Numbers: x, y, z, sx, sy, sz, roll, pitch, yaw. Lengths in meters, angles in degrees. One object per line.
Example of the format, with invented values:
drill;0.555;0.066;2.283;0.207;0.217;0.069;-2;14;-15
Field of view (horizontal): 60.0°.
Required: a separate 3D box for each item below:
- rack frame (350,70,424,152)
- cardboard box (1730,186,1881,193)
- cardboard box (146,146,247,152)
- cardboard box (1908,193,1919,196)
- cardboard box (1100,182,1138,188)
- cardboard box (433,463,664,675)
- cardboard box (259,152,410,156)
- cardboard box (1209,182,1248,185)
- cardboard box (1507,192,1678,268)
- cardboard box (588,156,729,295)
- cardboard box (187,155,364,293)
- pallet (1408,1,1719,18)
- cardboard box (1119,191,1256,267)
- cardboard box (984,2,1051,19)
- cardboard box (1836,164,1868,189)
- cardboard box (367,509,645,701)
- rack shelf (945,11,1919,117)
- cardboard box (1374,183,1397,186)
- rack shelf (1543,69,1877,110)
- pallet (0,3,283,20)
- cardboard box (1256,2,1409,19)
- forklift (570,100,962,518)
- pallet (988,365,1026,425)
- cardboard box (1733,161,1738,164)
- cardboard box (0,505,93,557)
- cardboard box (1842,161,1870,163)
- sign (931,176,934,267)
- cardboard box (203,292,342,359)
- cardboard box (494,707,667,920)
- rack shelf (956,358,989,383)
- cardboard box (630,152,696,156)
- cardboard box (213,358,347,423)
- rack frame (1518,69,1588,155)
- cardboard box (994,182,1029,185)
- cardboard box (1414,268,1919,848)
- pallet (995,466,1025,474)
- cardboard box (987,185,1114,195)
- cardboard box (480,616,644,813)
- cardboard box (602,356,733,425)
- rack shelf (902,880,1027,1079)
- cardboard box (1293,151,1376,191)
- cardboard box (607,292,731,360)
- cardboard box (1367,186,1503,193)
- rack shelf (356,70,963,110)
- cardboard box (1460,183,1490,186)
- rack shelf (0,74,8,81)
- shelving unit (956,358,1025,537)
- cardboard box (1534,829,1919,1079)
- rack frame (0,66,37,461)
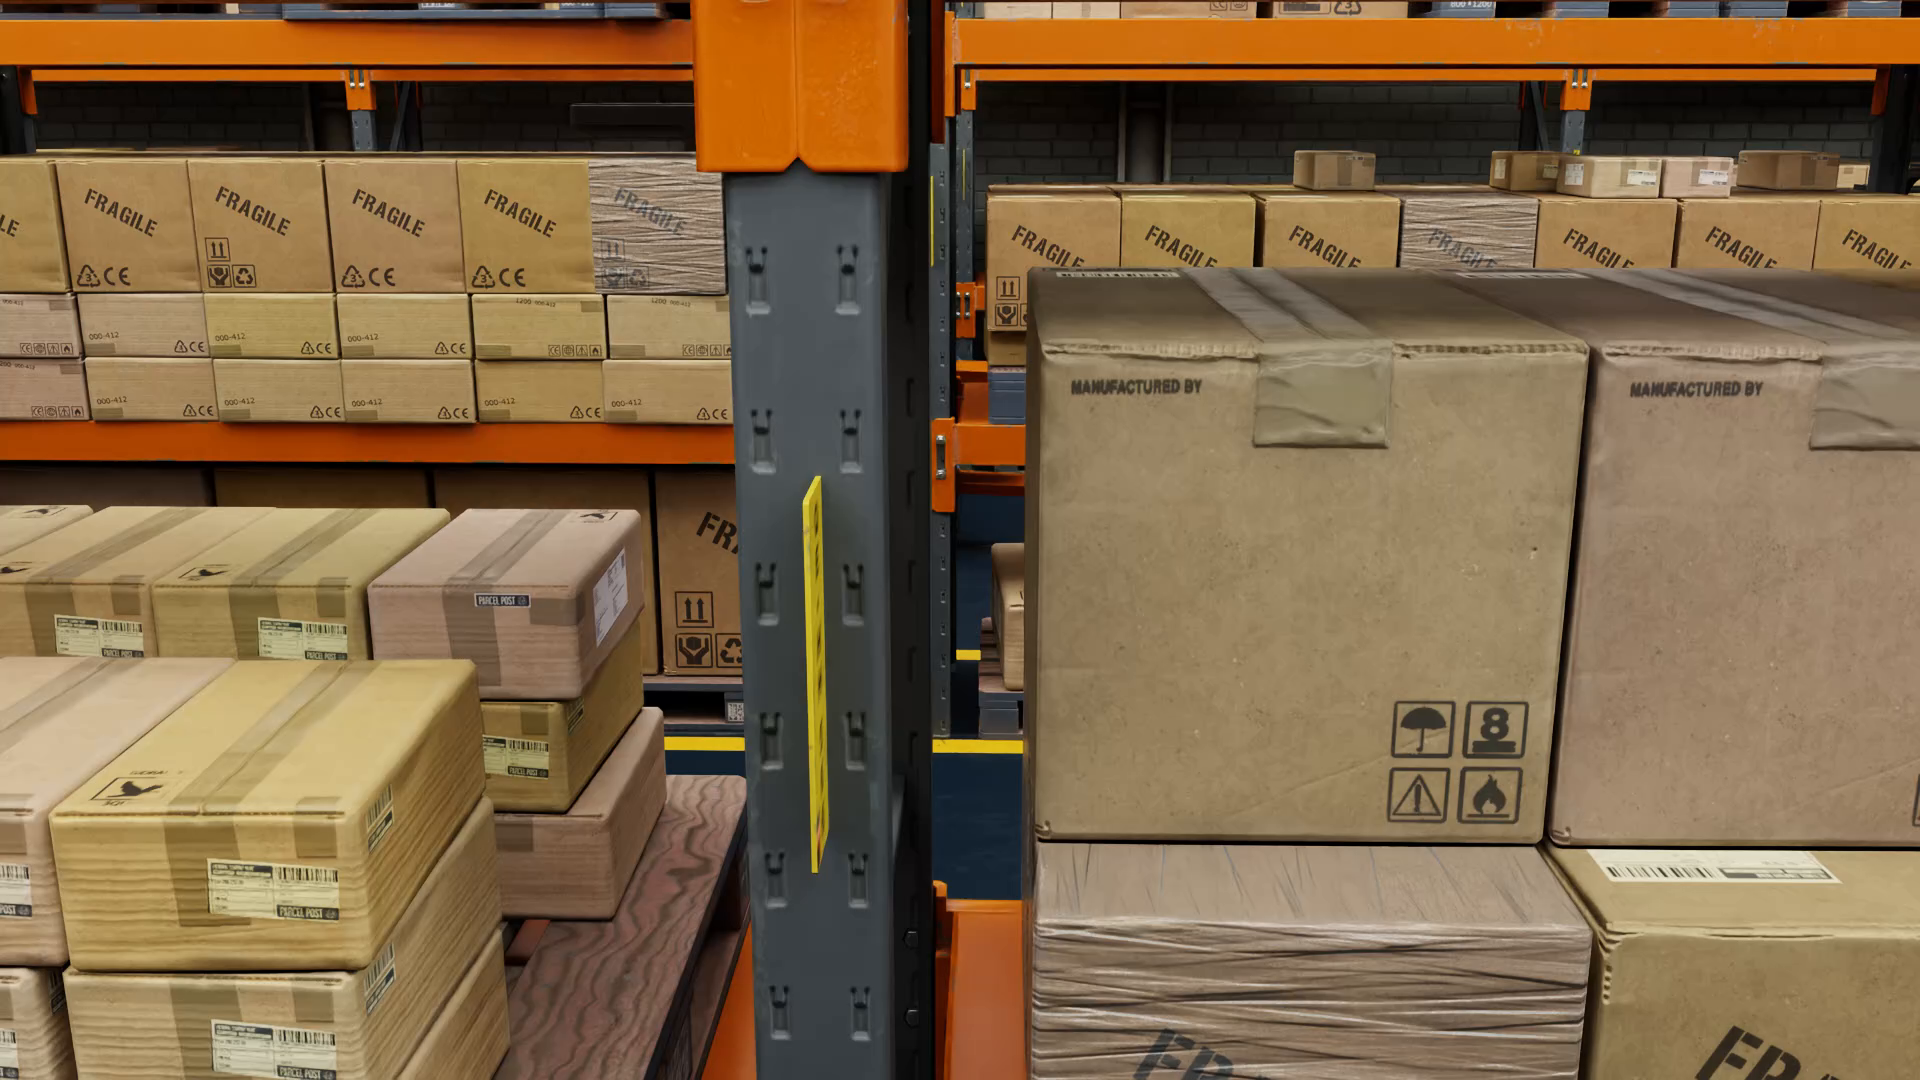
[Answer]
rack frame;-3.967;-2.058;11.760;0.127;3.000;1.000;0;15;1
cardboard box;3.446;-1.211;6.949;0.500;0.500;0.500;1;15;3
cardboard box;-5.449;-2.569;11.939;0.500;0.500;0.500;0;15;0
cardboard box;6.392;-2.275;11.114;0.250;0.149;0.380;0;15;2
cardboard box;1.131;-2.469;11.851;0.250;0.149;0.380;0;15;0
cardboard box;-1.672;0.026;7.204;0.875;0.875;0.875;1;15;2
cardboard box;-2.614;-1.375;7.016;0.500;0.500;0.500;1;15;3
cardboard box;1.897;-2.438;11.734;0.250;0.149;0.380;1;15;3
cardboard box;2.428;-1.087;6.479;0.500;0.500;0.500;1;15;3
cardboard box;-1.128;-1.236;6.487;0.500;0.500;0.500;1;15;2
cardboard box;-2.647;-1.247;6.532;0.500;0.500;0.500;0;15;0
pallet;2.256;-2.137;6.546;1.003;0.211;1.213;0;15;1
cardboard box;0.873;-1.098;6.518;0.500;0.500;0.500;1;15;4
cardboard box;0.219;-2.049;6.340;0.250;0.149;0.380;0;15;1
cardboard box;5.881;-2.449;11.190;0.250;0.149;0.380;0;15;2
cardboard box;-0.579;0.075;2.177;0.250;0.149;0.380;0;15;2
rack shelf;1.908;-1.855;6.523;4.000;0.370;1.077;0;15;1
cardboard box;2.912;-2.438;11.733;0.250;0.149;0.380;0;15;1
rack shelf;6.029;-3.095;11.222;4.000;0.370;1.077;0;15;1
pallet;-3.173;-2.156;6.629;1.217;0.209;0.805;0;15;-1
cardboard box;1.434;-2.264;6.457;0.637;0.503;0.797;0;15;1
forklift;-1.558;-1.461;9.633;3.031;2.935;1.130;3;15;11
pallet;0.623;-0.696;6.973;1.003;0.211;1.213;0;15;1
cardboard box;5.382;-2.584;11.702;0.250;0.149;0.380;0;15;1
cardboard box;-1.353;0.070;2.199;0.250;0.149;0.380;0;15;-1
cardboard box;6.402;-2.578;11.681;0.250;0.149;0.380;0;15;0
sign;-0.103;-1.184;6.179;0.005;0.325;0.100;0;15;1
cardboard box;-2.632;-0.880;6.610;0.500;0.250;0.500;1;15;2
cardboard box;-0.559;0.361;2.260;0.250;0.149;0.380;0;15;1
rack shelf;0.184;-0.916;9.388;0.480;0.148;0.258;3;20;13
cardboard box;-1.075;-1.364;6.974;0.500;0.500;0.500;0;15;2
cardboard box;-2.628;-0.639;6.676;0.500;0.250;0.500;0;15;1
rack frame;4.030;-2.006;11.562;0.127;3.000;1.000;0;15;1
cardboard box;0.362;-2.443;11.753;0.250;0.149;0.380;1;15;3
cardboard box;0.837;-0.026;1.904;0.500;0.500;0.700;0;15;1
pallet;0.853;-0.668;11.959;1.213;0.211;1.003;0;15;1
cardboard box;0.370;-1.229;7.016;0.500;0.500;0.500;0;15;0
cardboard box;-0.595;0.217;2.222;0.250;0.149;0.380;1;15;4
cardboard box;-1.115;-0.630;6.641;0.500;0.250;0.500;1;15;2
rack shelf;1.882;0.858;2.118;4.000;0.370;1.077;0;15;1
cardboard box;1.551;-1.536;6.908;0.250;0.149;0.380;0;15;-1
cardboard box;-1.095;-0.876;6.594;0.500;0.250;0.500;0;15;0
cardboard box;1.937;-1.222;6.988;0.500;0.500;0.500;0;15;-1
rack shelf;-1.968;-3.147;11.420;4.000;0.370;1.077;0;15;1
cardboard box;3.684;-2.425;11.683;0.250;0.149;0.380;0;15;0
rack shelf;-6.090;-1.908;6.720;4.000;0.370;1.077;0;15;1
shelving unit;0.191;-0.546;9.519;0.503;1.200;0.258;3;20;13
cardboard box;0.833;0.523;1.781;0.500;0.500;0.500;0;15;1
rack frame;-4.090;-0.792;6.962;0.127;3.000;1.000;0;15;1
